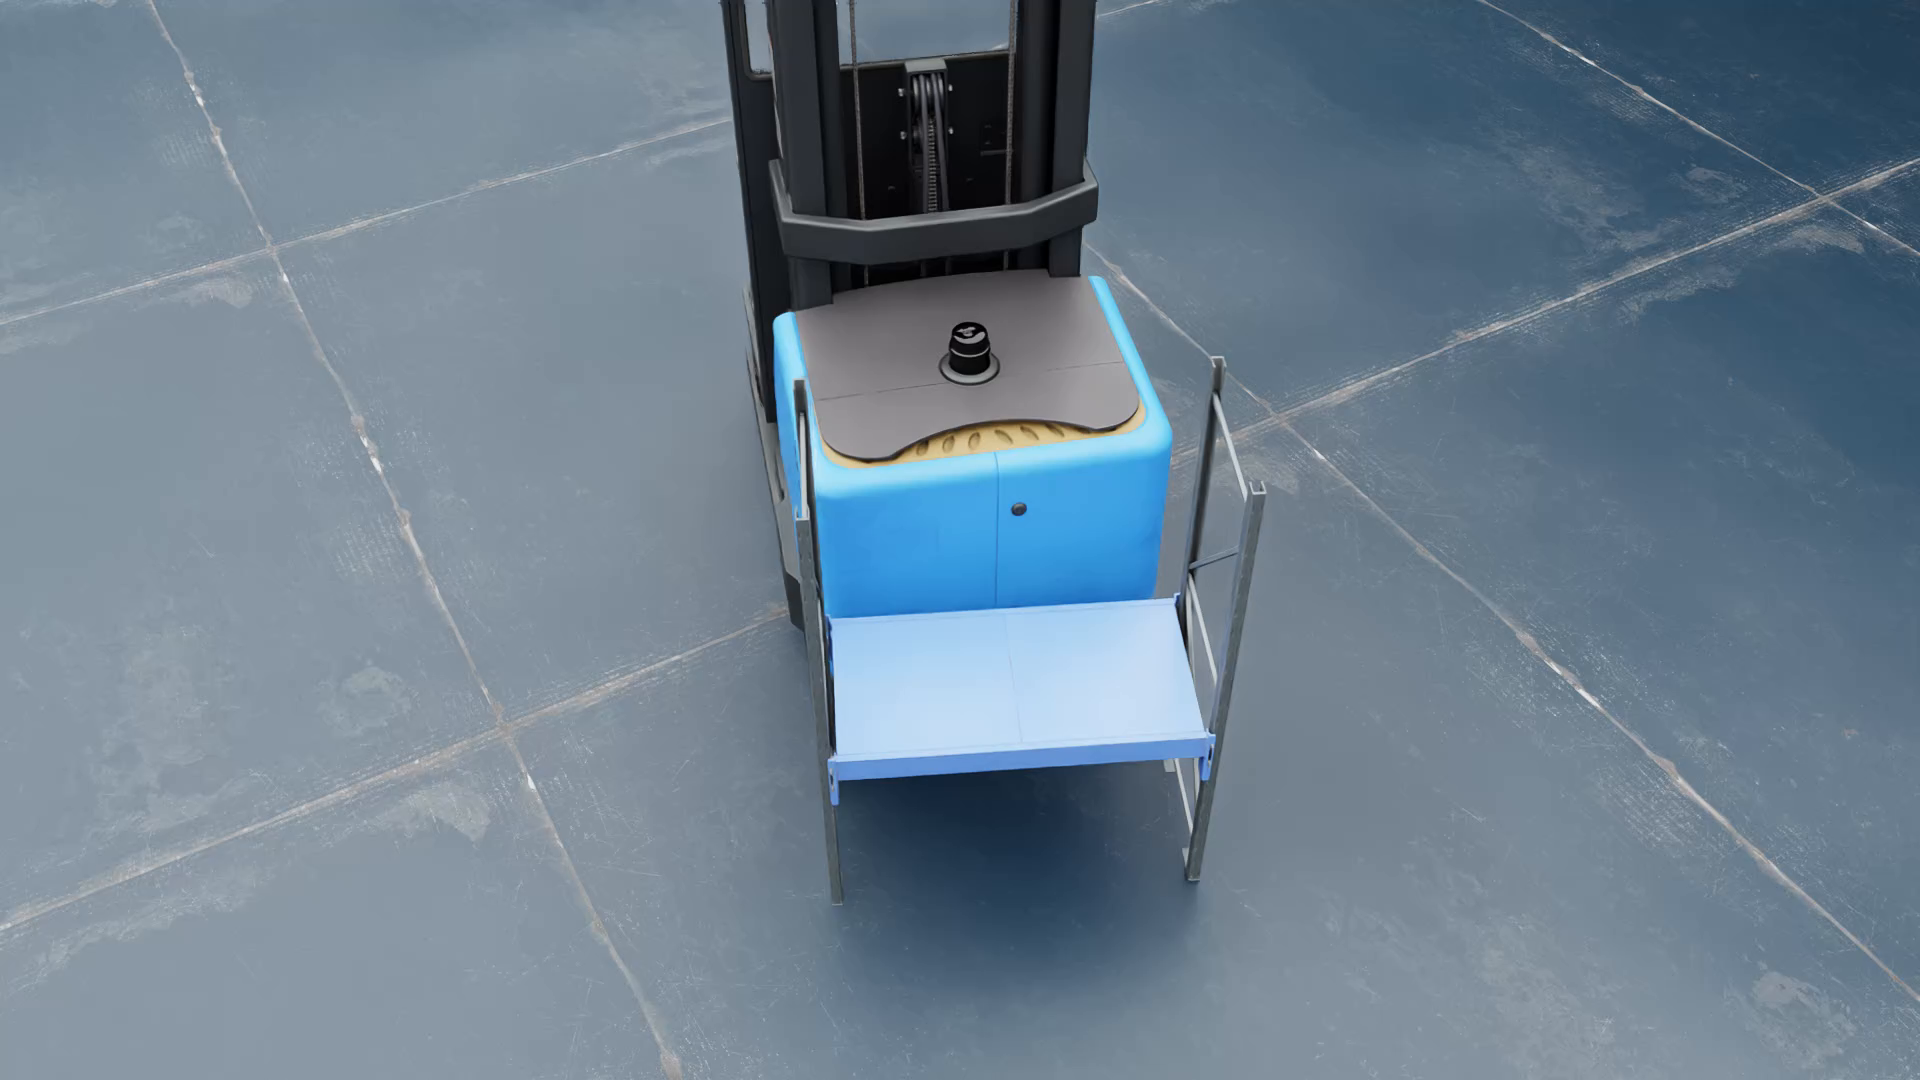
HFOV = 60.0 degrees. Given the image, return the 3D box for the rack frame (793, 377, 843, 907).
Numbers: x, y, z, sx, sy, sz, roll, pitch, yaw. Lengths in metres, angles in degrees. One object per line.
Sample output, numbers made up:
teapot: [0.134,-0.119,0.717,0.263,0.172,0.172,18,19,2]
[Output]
rack frame: [-0.366,0.321,4.342,0.032,1.500,0.500,-3,44,-3]

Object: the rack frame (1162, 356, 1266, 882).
rack frame: [0.647,0.263,4.402,0.032,1.500,0.500,-3,44,-3]

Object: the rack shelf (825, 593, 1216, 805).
rack shelf: [0.141,0.421,4.498,1.000,0.185,0.538,-3,44,-3]

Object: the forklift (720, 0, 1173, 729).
forklift: [-0.194,-1.506,5.198,1.130,2.935,3.031,-8,45,-8]

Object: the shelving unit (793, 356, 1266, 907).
shelving unit: [0.141,0.292,4.372,1.048,1.500,0.538,-3,44,-3]
